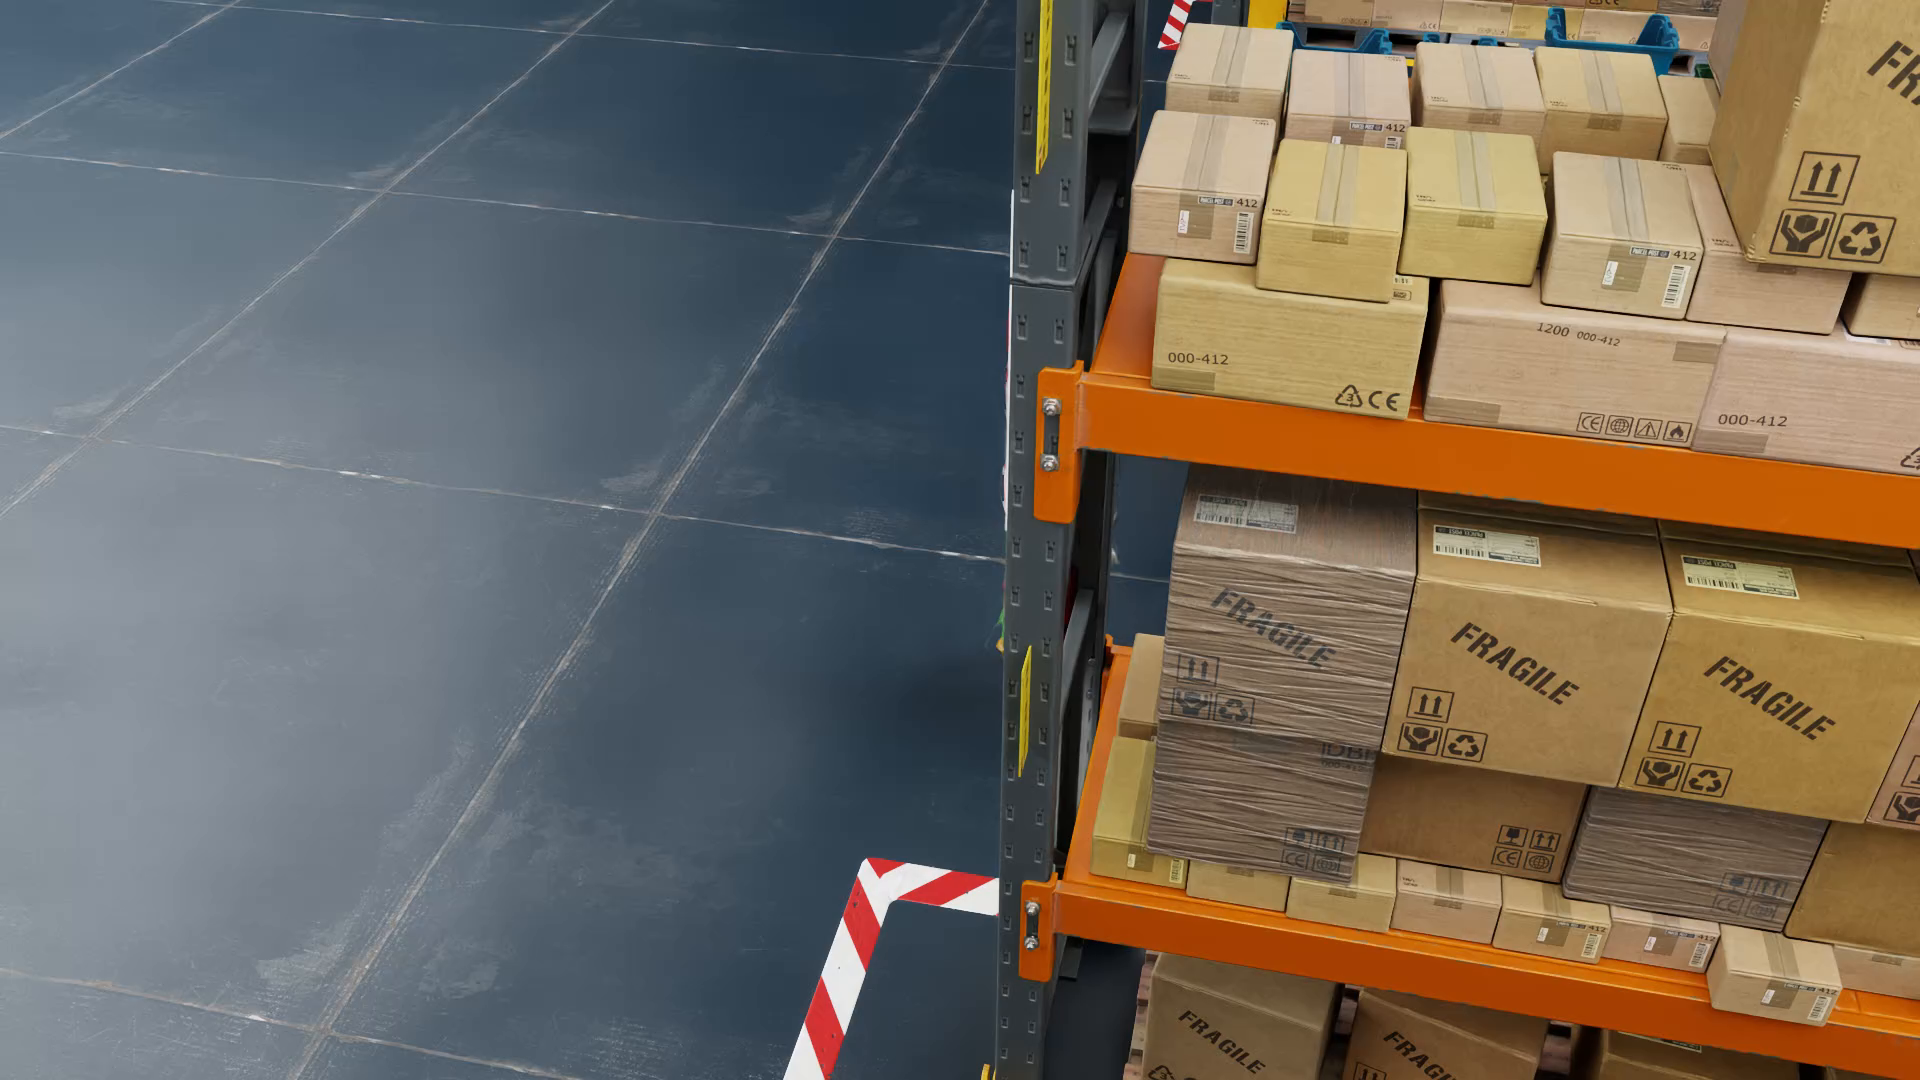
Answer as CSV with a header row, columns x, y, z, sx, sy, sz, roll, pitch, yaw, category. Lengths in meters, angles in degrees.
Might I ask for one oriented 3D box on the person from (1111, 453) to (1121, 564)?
x,y,z,sx,sy,sz,roll,pitch,yaw,category
0.457,-0.093,6.278,0.398,1.827,0.580,-9,37,-12,person
